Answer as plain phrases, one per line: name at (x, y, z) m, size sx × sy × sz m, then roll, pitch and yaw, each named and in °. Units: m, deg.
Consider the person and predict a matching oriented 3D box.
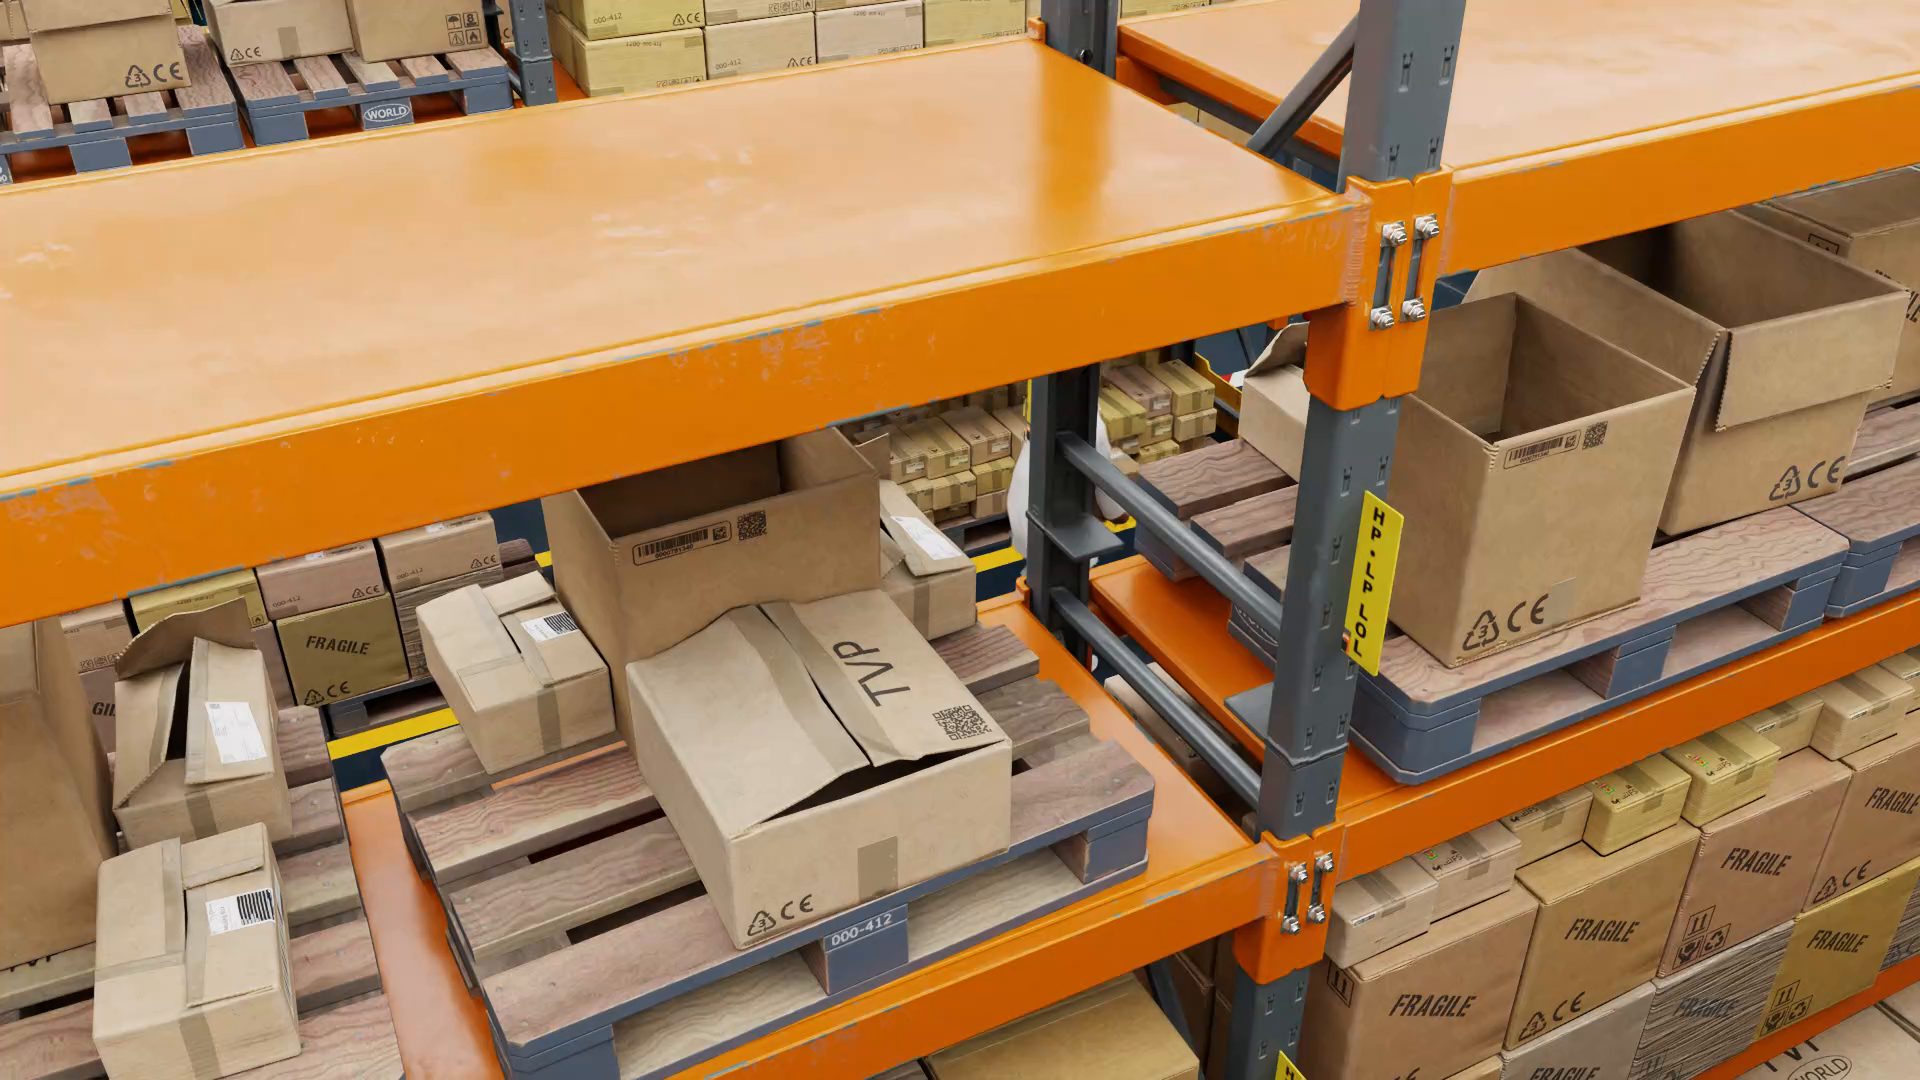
person at (0.523, -0.110, 7.930) m, size 0.594 × 1.650 × 0.534 m, roll -17°, pitch 36°, yaw -25°
